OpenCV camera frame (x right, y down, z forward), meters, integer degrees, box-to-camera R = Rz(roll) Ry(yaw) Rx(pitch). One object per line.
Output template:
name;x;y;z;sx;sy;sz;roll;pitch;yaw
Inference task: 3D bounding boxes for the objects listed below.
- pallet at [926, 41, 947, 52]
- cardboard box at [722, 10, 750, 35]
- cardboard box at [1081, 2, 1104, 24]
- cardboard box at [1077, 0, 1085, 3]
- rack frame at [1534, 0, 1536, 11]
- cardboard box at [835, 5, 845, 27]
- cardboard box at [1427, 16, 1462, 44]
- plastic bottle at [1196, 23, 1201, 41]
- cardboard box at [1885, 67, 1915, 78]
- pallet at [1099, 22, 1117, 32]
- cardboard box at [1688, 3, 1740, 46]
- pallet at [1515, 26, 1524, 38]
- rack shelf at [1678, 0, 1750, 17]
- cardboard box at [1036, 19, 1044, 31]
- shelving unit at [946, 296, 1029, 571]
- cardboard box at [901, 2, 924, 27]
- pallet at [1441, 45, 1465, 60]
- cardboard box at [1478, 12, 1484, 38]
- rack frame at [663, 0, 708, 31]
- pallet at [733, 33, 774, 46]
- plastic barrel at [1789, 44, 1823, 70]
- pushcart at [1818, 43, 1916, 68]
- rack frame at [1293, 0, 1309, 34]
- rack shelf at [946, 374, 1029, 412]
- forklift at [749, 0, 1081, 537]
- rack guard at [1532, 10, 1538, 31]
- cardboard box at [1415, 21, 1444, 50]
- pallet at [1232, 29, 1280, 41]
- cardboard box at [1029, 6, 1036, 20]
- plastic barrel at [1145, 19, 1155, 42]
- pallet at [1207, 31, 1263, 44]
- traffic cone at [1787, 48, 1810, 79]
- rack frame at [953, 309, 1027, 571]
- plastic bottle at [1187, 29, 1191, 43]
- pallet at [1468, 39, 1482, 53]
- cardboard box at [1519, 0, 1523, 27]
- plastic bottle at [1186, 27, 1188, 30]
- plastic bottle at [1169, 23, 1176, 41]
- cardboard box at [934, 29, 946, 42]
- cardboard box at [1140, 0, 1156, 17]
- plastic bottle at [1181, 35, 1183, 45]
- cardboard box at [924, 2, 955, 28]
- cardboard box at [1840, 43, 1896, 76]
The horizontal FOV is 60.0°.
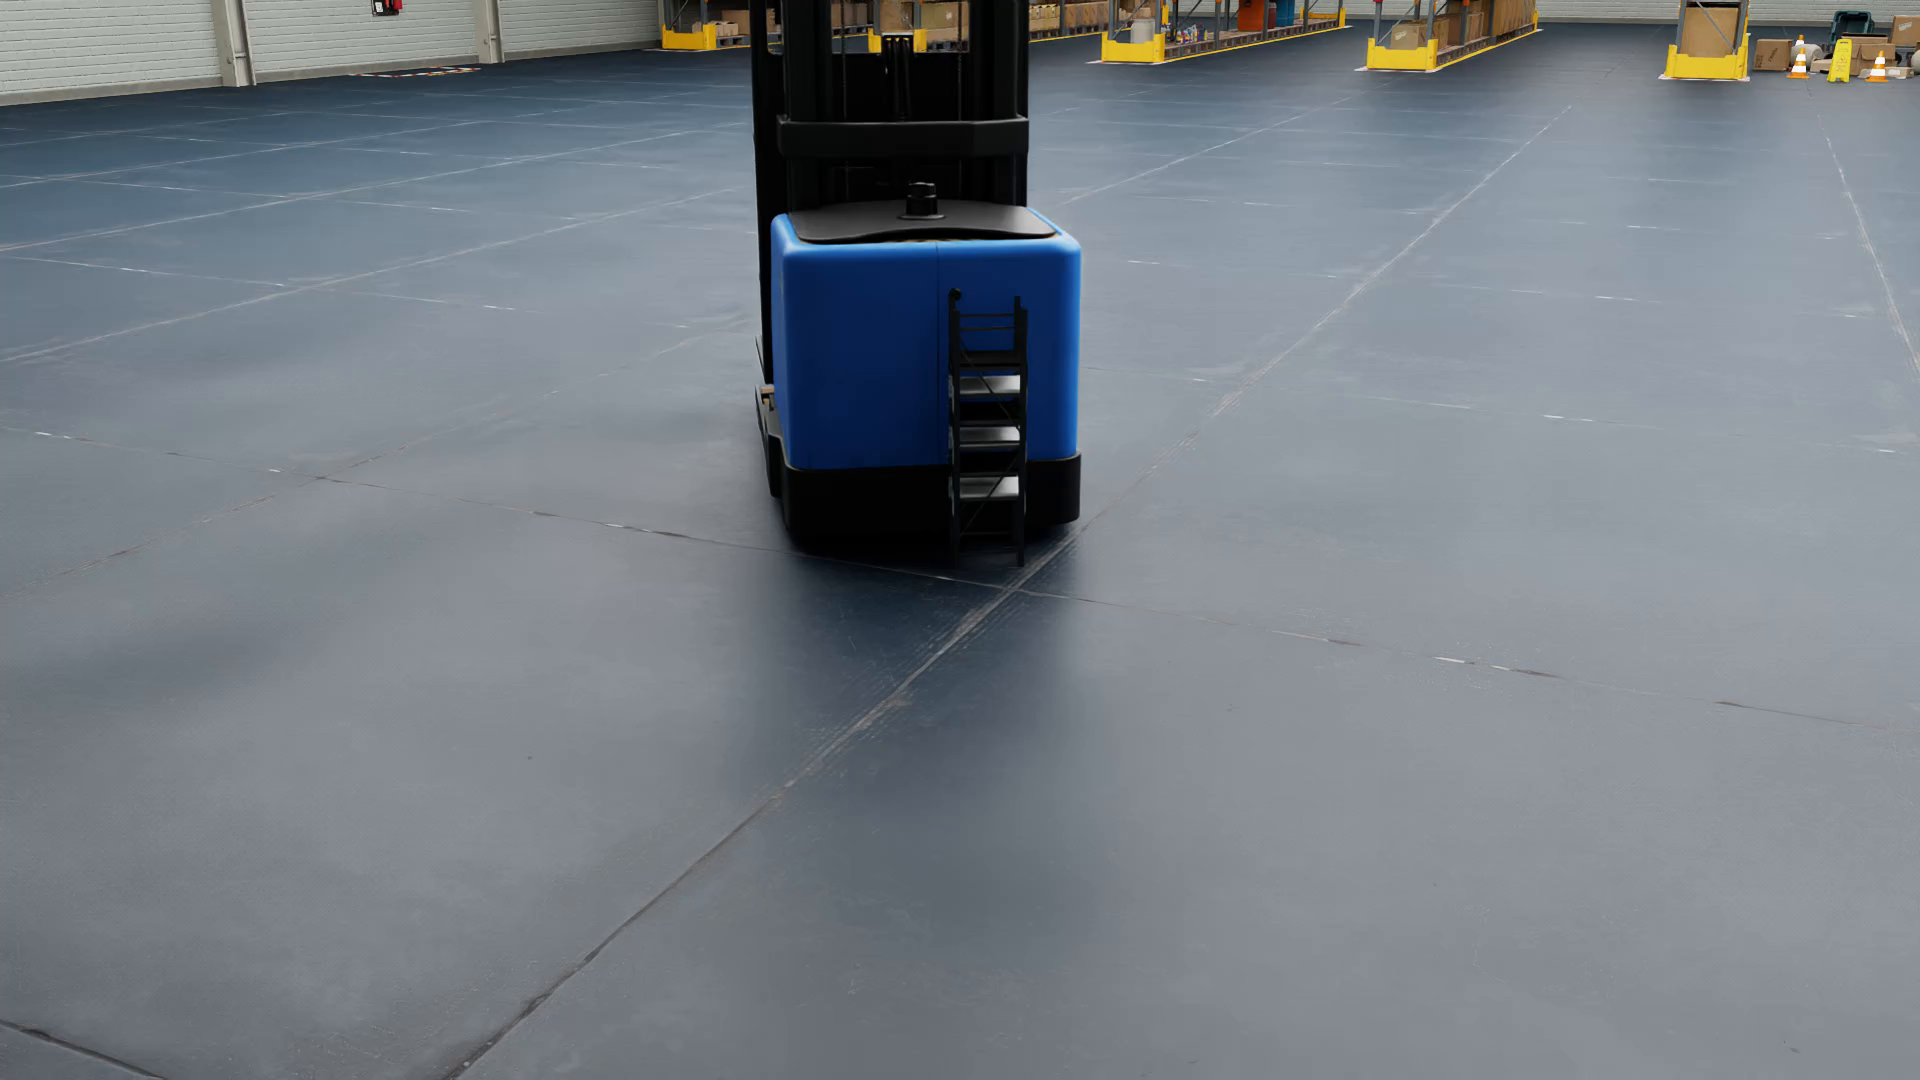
pallet;-0.970;-10.050;33.914;1.003;0.211;1.213;9;21;23
cardboard box;-4.820;-11.424;36.688;0.700;0.500;0.500;7;21;19
cardboard box;3.313;-13.329;42.046;0.500;0.500;0.500;9;21;23
cardboard box;2.840;-13.756;42.126;0.500;0.250;0.500;9;21;23
rack frame;14.344;-14.655;42.701;1.000;3.000;0.127;9;21;23
cardboard box;-3.231;-12.754;40.428;0.700;0.500;0.500;8;21;22
cardboard box;9.701;-10.201;33.251;0.700;0.500;0.500;7;21;19
plastic bottle;4.832;-10.331;33.838;0.144;0.351;0.185;7;21;20
cardboard box;15.526;-7.739;27.507;0.250;0.149;0.380;-14;24;-33
pallet;3.371;-13.225;42.842;1.003;0.211;1.213;9;21;23
cardboard box;13.226;-9.014;29.381;0.875;0.875;0.875;9;21;23
pallet;13.088;-12.340;40.353;1.003;0.211;1.213;9;21;23
rack shelf;13.094;-9.325;28.787;1.077;0.370;4.000;9;21;23
cardboard box;1.622;-11.967;38.618;0.500;0.250;0.500;9;22;24
shelving unit;0.091;-0.356;5.626;0.258;0.900;0.210;-2;20;-4
cardboard box;-0.900;-10.893;34.479;0.500;0.500;0.500;9;21;23
pallet;9.187;-9.463;32.262;1.003;0.211;1.213;9;21;23
cardboard box;10.811;-11.032;35.586;0.700;0.500;0.500;7;21;20
rack frame;-5.765;-11.803;34.681;1.000;3.000;0.127;9;21;23
pallet;-4.868;-11.128;36.943;1.003;0.211;1.213;9;21;23
plastic barrel;14.848;-8.504;29.250;0.421;0.421;0.512;-9;22;-24
pushcart;16.370;-8.689;29.839;1.648;0.377;0.936;1;20;4
rack frame;8.187;-14.112;41.174;1.000;3.000;0.127;9;21;23
rack shelf;0.091;-0.494;5.577;0.258;0.077;0.200;-2;20;-4
forklift;-0.313;-1.846;6.786;1.130;2.935;3.031;-3;20;-9
rack guard;14.353;-13.485;43.141;1.175;0.500;0.348;9;21;23
cardboard box;8.819;-9.514;31.347;0.500;0.500;0.500;7;21;18
pallet;6.834;-11.822;38.896;1.003;0.211;1.213;9;21;23
cardboard box;1.418;-12.076;38.089;0.500;0.311;0.500;9;22;24
plastic barrel;3.678;-9.834;32.231;0.421;0.512;0.421;0;20;0
pallet;6.196;-11.344;37.552;1.003;0.211;1.213;9;21;23
traffic cone;13.788;-7.825;27.281;0.336;0.463;0.334;9;21;23
rack frame;0.099;-0.322;5.531;0.240;0.900;0.006;-2;20;-4
plastic bottle;4.564;-10.074;33.235;0.097;0.271;0.097;0;20;0
pallet;10.245;-10.286;34.576;1.003;0.211;1.213;9;21;23
cardboard box;13.049;-12.820;40.085;0.875;0.875;0.875;9;21;23
plastic bottle;4.595;-10.206;33.589;0.061;0.283;0.133;9;21;23
plastic bottle;4.333;-10.416;34.078;0.144;0.351;0.185;9;21;23
cardboard box;-0.621;-10.314;33.970;0.500;0.250;0.500;9;21;23
cardboard box;5.309;-14.845;46.309;0.500;0.500;0.500;9;21;23
plastic bottle;4.342;-9.876;32.781;0.097;0.201;0.097;0;20;0
cardboard box;-0.426;-10.821;34.278;0.500;0.500;0.500;9;21;23
cardboard box;15.242;-8.113;28.029;0.797;0.503;0.637;-5;20;-15
